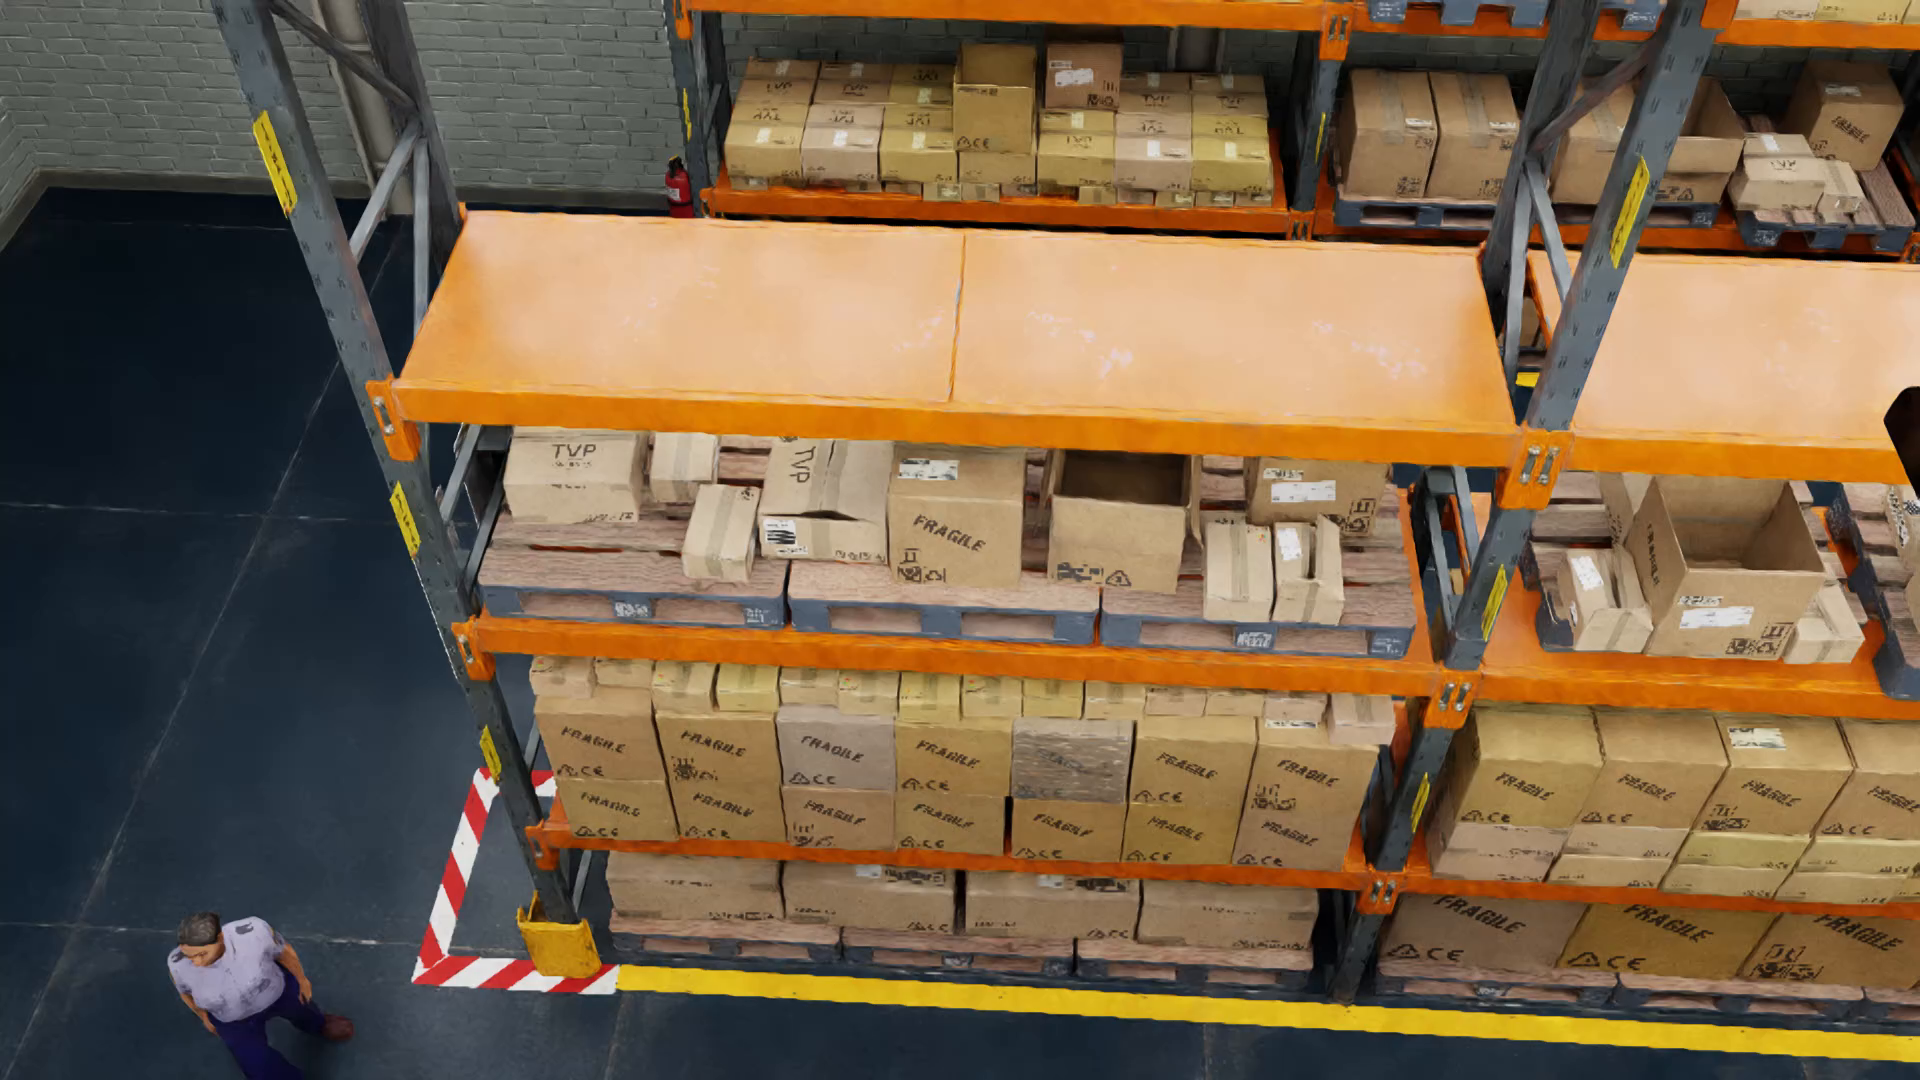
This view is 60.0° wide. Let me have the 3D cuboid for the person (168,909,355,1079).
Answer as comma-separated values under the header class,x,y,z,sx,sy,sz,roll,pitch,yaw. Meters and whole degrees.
class,x,y,z,sx,sy,sz,roll,pitch,yaw
person,-3.267,2.114,7.737,0.545,1.641,0.560,-25,52,-21
